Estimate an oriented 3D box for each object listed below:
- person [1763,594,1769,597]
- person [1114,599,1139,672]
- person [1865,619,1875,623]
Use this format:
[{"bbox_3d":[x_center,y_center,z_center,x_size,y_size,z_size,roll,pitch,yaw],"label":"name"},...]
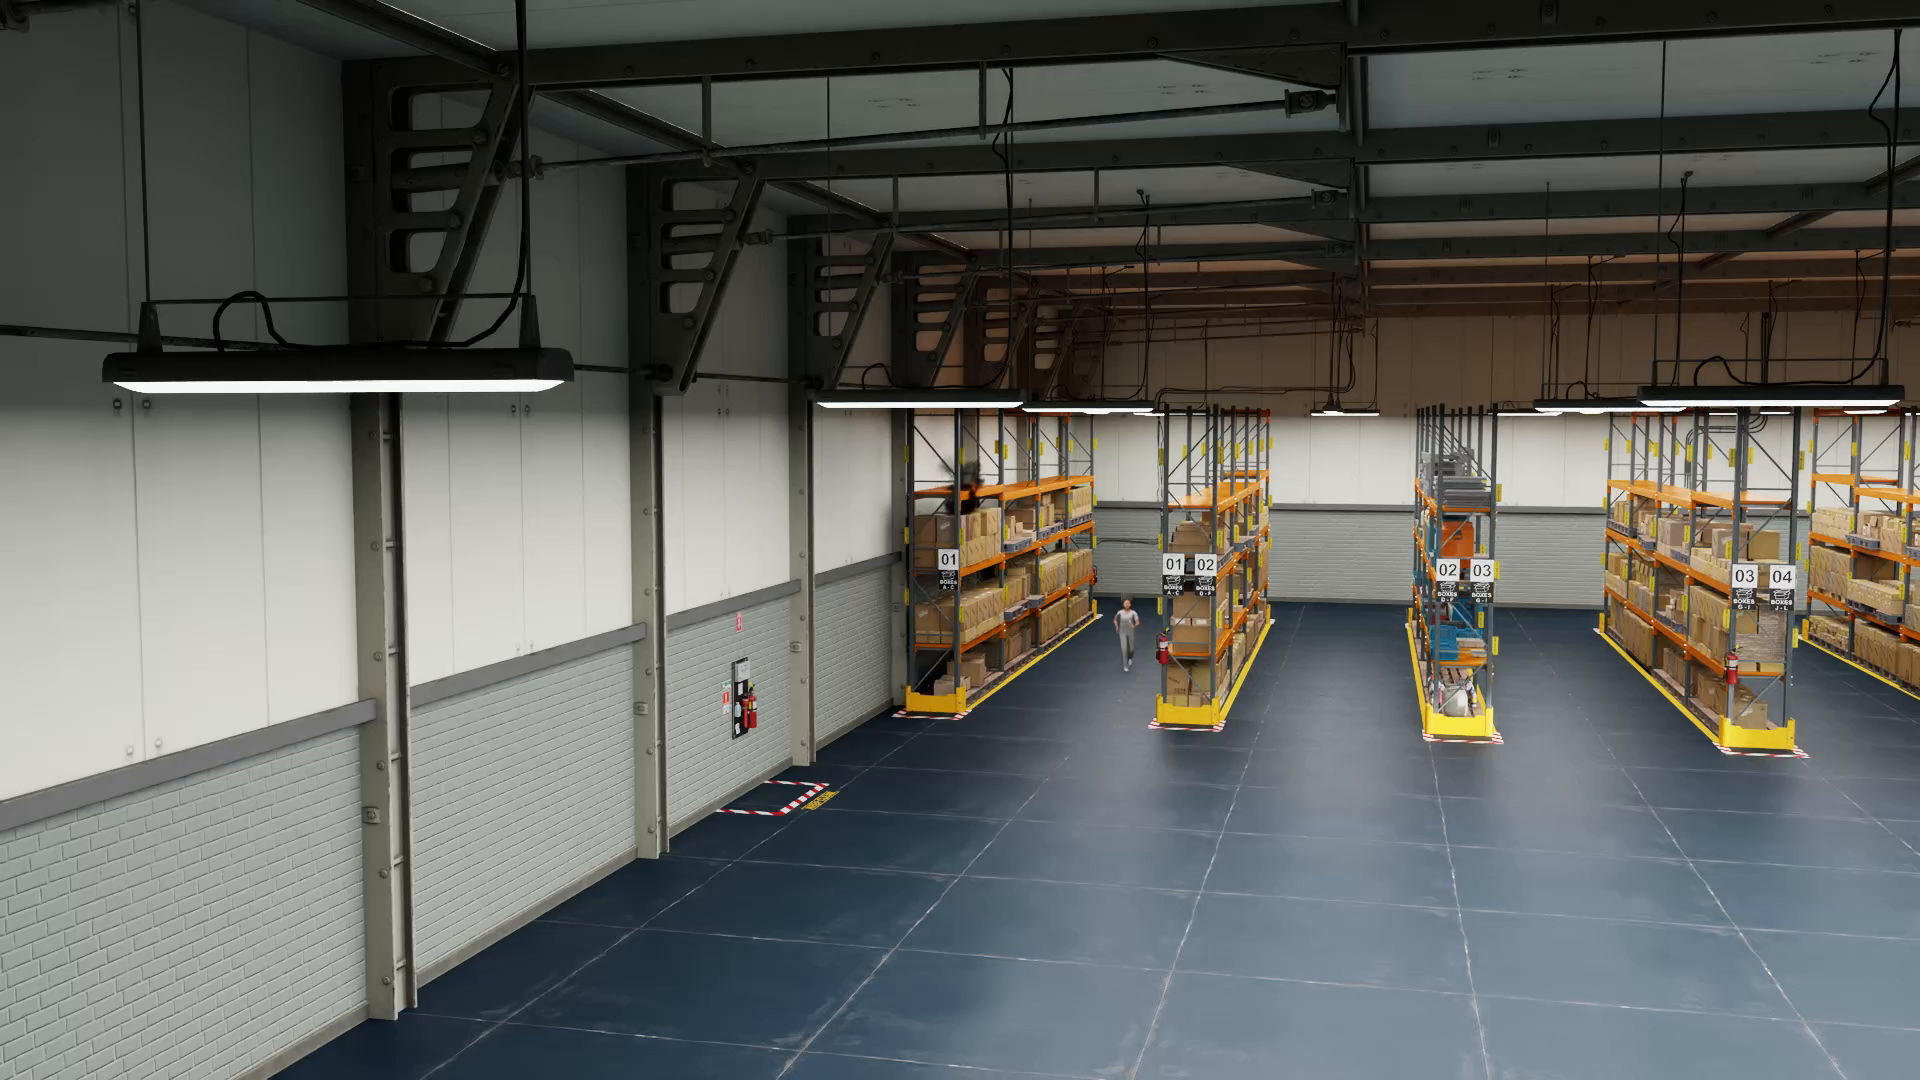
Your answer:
[{"bbox_3d":[20.521,1.762,42.563,0.714,1.770,0.962,2,5,25],"label":"person"},{"bbox_3d":[3.786,2.148,37.855,0.575,1.635,0.802,0,4,4],"label":"person"},{"bbox_3d":[23.813,1.691,43.520,0.740,1.768,0.863,-1,4,-13],"label":"person"}]
